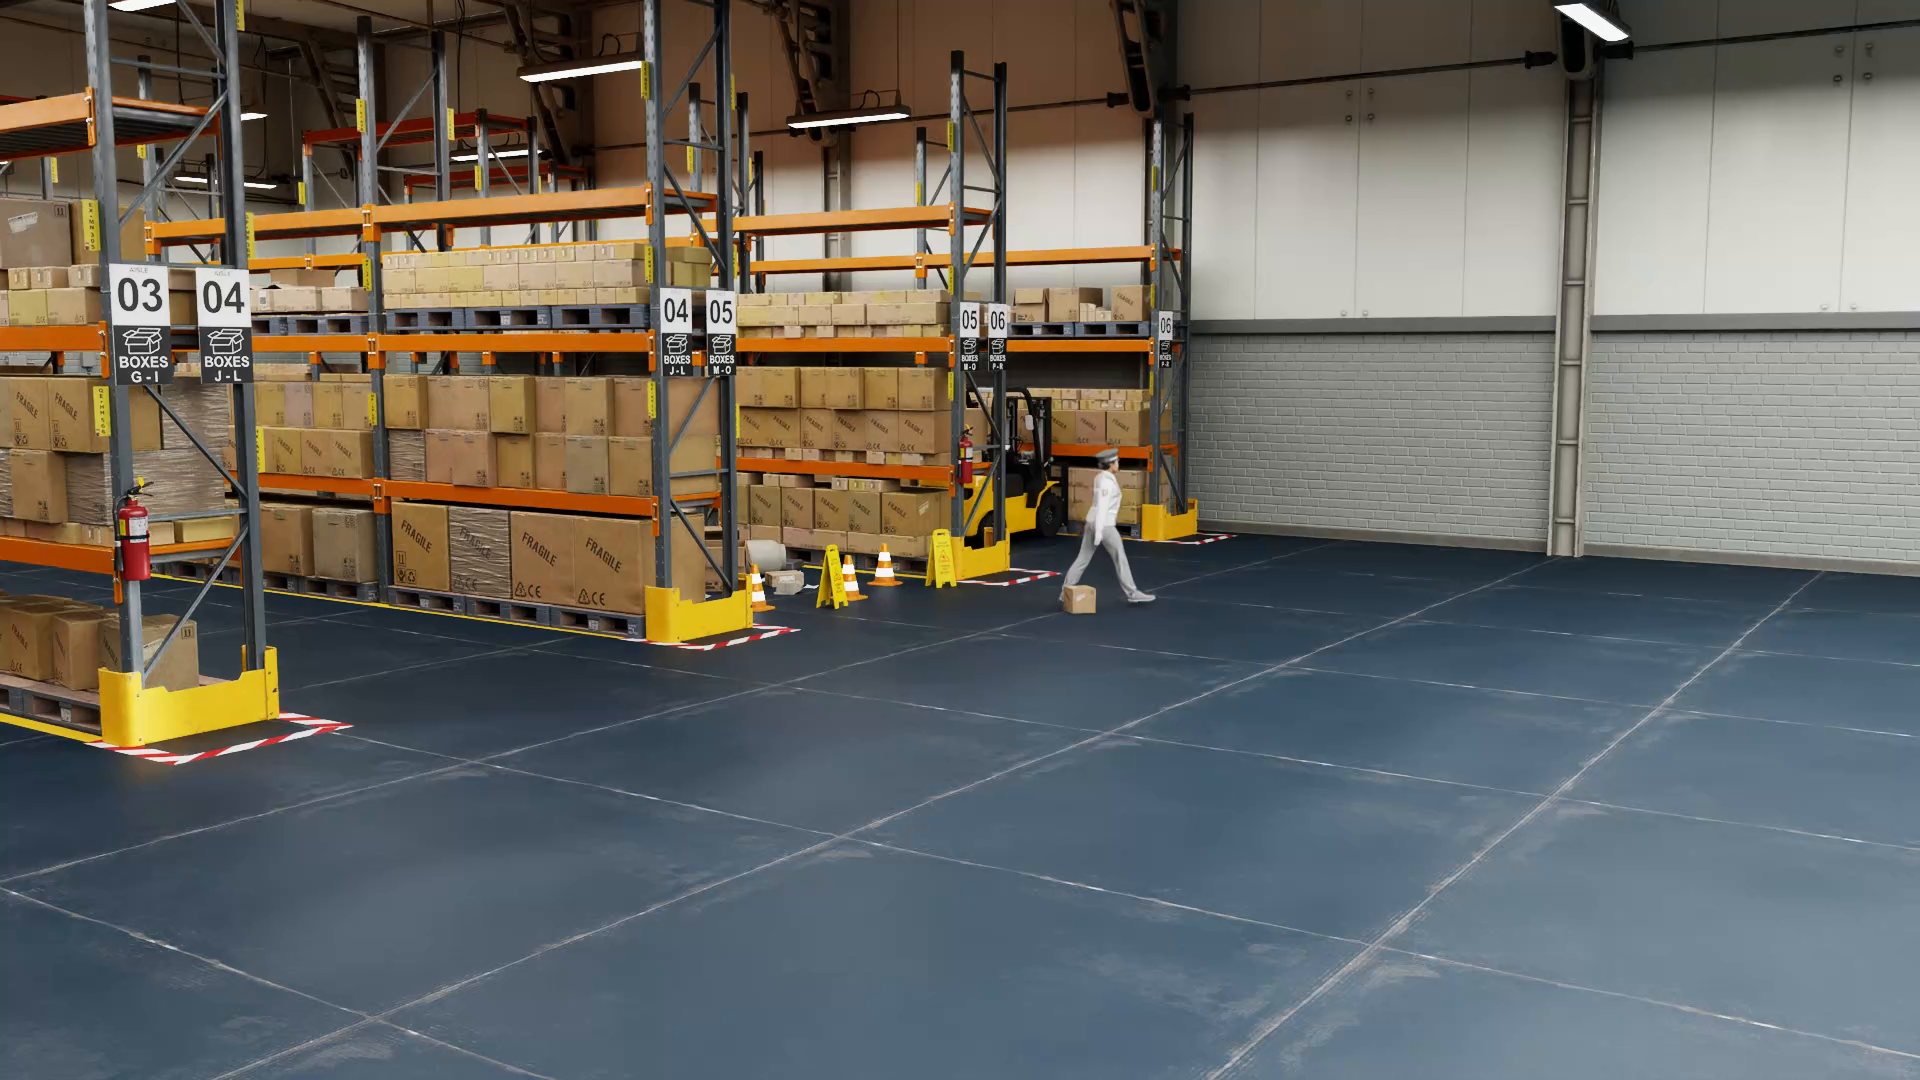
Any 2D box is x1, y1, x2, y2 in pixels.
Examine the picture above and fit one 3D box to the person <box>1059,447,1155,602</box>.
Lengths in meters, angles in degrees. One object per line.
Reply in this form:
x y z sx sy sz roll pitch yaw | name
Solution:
1.513 -0.156 17.240 1.010 1.607 0.510 -2 7 -16 | person
